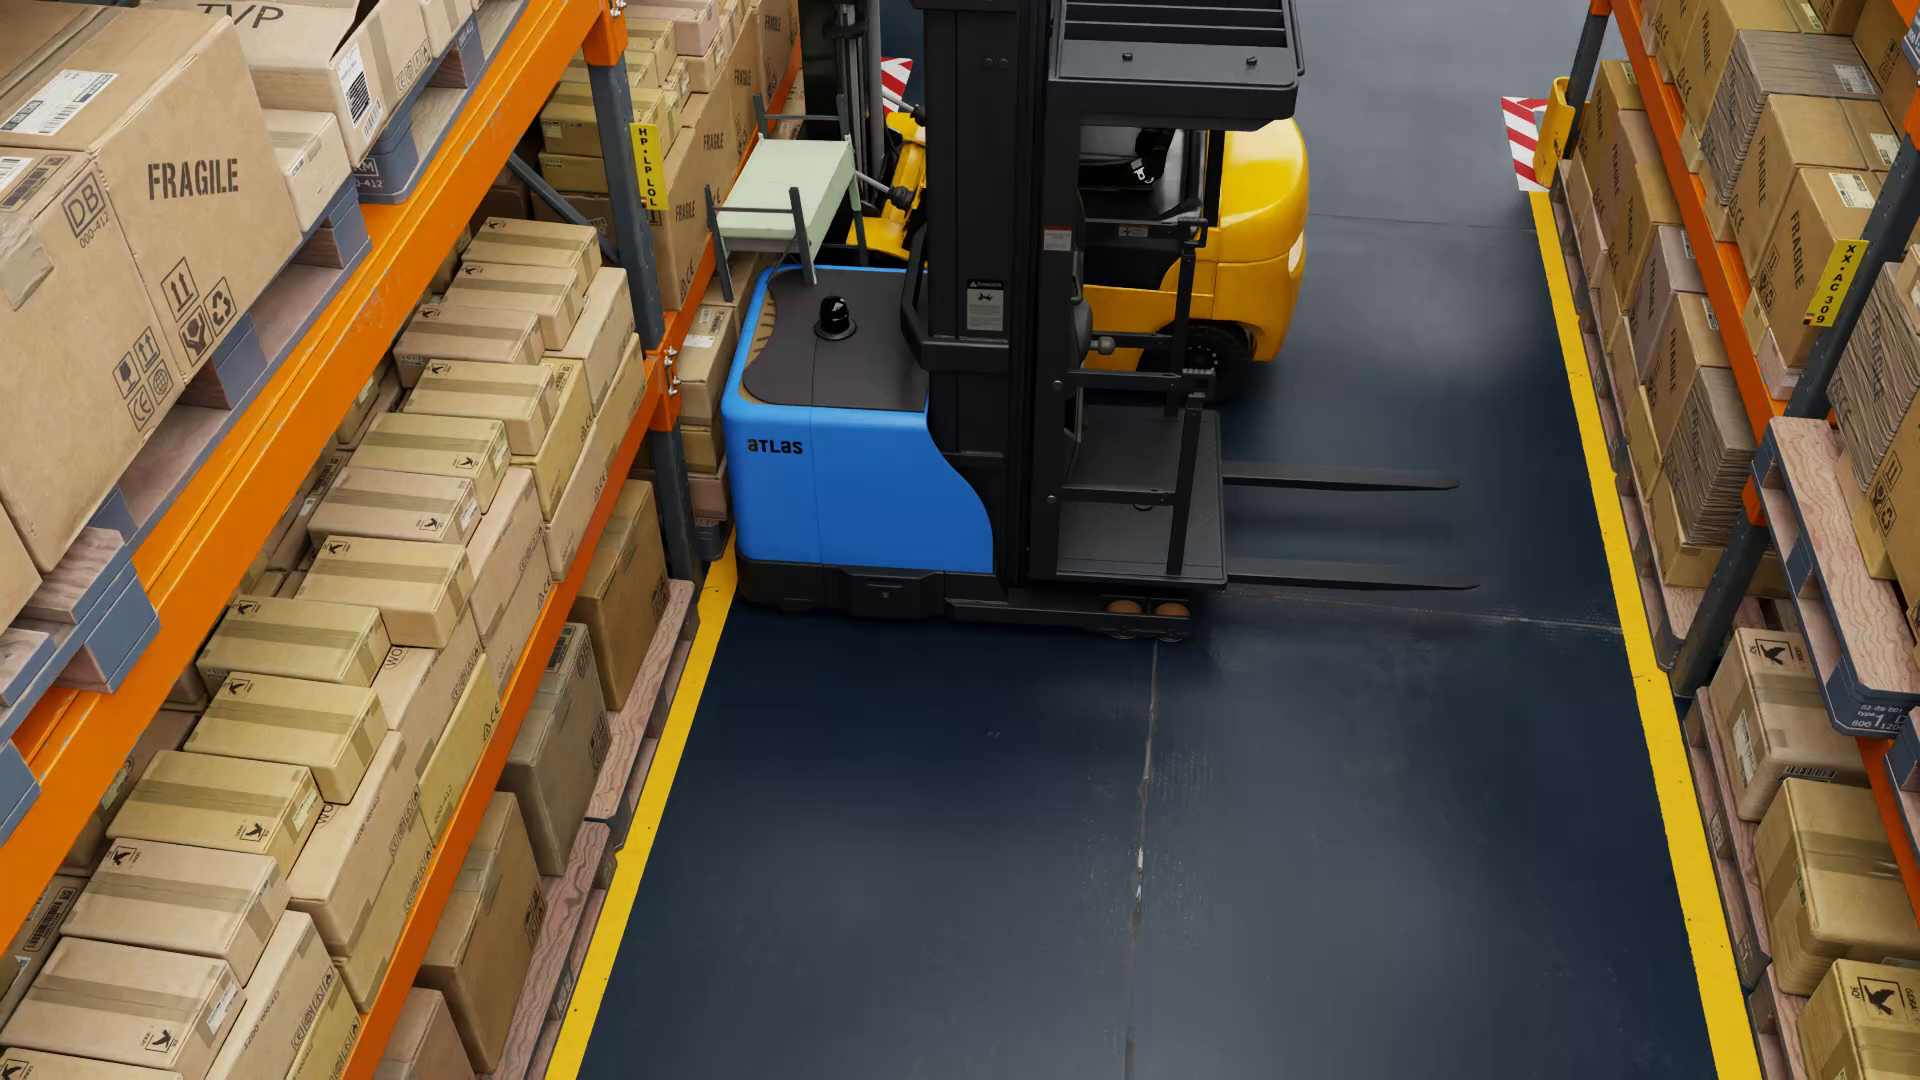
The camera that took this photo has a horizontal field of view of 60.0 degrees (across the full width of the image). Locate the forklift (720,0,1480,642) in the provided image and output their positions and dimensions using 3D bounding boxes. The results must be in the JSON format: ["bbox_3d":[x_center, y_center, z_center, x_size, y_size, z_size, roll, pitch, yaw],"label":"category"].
[{"bbox_3d":[0.623,-1.030,6.206,3.031,2.935,1.130,3,44,3],"label":"forklift"}]

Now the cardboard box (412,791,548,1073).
[{"bbox_3d":[-1.855,1.200,5.223,0.875,0.625,0.625,4,44,4],"label":"cardboard box"}]

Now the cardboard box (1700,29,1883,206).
[{"bbox_3d":[3.269,-1.634,6.505,0.500,0.500,0.500,6,44,7],"label":"cardboard box"}]

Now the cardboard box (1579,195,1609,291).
[{"bbox_3d":[3.404,-1.467,8.312,0.500,0.250,0.500,7,44,7],"label":"cardboard box"}]

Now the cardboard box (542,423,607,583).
[{"bbox_3d":[-1.458,-0.143,5.328,0.500,0.250,0.500,5,44,5],"label":"cardboard box"}]

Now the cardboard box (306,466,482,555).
[{"bbox_3d":[-1.554,-0.053,4.580,0.380,0.149,0.250,6,44,6],"label":"cardboard box"}]

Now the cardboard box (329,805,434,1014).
[{"bbox_3d":[-1.685,0.899,4.228,0.500,0.250,0.500,4,44,4],"label":"cardboard box"}]

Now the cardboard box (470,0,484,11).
[{"bbox_3d":[-1.443,-1.638,4.303,0.500,0.311,0.500,4,44,4],"label":"cardboard box"}]

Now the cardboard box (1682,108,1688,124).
[{"bbox_3d":[3.356,-1.824,7.177,0.380,0.149,0.250,4,44,4],"label":"cardboard box"}]

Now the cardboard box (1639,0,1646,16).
[{"bbox_3d":[3.475,-2.534,7.928,0.380,0.149,0.250,4,44,4],"label":"cardboard box"}]

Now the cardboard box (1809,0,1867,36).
[{"bbox_3d":[3.766,-2.296,6.477,0.700,0.500,0.500,5,44,5],"label":"cardboard box"}]

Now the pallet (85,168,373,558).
[{"bbox_3d":[-1.972,-0.435,3.484,1.003,0.211,1.213,7,44,7],"label":"pallet"}]

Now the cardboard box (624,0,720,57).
[{"bbox_3d":[-1.147,-2.005,6.425,0.380,0.149,0.250,6,44,6],"label":"cardboard box"}]

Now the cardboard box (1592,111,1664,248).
[{"bbox_3d":[3.412,-1.714,8.027,0.500,0.500,0.500,4,44,4],"label":"cardboard box"}]

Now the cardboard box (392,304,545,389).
[{"bbox_3d":[-1.515,-0.587,5.144,0.380,0.149,0.250,5,44,5],"label":"cardboard box"}]

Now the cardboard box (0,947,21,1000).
[{"bbox_3d":[-2.257,0.947,3.524,0.380,0.149,0.250,5,44,5],"label":"cardboard box"}]

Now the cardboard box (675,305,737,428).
[{"bbox_3d":[-1.214,-0.726,6.802,0.500,0.250,0.500,5,44,5],"label":"cardboard box"}]

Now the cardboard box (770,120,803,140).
[{"bbox_3d":[-1.005,-1.771,7.905,0.500,0.250,0.500,4,44,5],"label":"cardboard box"}]

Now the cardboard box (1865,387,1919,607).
[{"bbox_3d":[2.919,-0.121,4.601,0.500,0.500,0.500,5,44,6],"label":"cardboard box"}]

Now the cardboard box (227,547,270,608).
[{"bbox_3d":[-2.096,0.075,4.444,0.380,0.149,0.250,6,44,6],"label":"cardboard box"}]

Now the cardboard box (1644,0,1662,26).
[{"bbox_3d":[3.457,-2.678,7.608,0.500,0.500,0.500,6,44,7],"label":"cardboard box"}]

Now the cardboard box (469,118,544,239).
[{"bbox_3d":[-1.798,-1.275,6.342,0.500,0.500,0.500,5,44,5],"label":"cardboard box"}]

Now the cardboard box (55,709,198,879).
[{"bbox_3d":[-2.199,0.670,4.106,0.500,0.250,0.500,5,44,5],"label":"cardboard box"}]

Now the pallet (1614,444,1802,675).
[{"bbox_3d":[3.385,0.093,6.999,1.003,0.211,1.213,5,44,6],"label":"pallet"}]

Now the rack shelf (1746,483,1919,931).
[{"bbox_3d":[3.067,1.165,4.361,1.077,0.370,4.000,5,44,6],"label":"rack shelf"}]

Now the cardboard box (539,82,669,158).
[{"bbox_3d":[-1.253,-1.478,5.868,0.380,0.149,0.250,6,44,6],"label":"cardboard box"}]

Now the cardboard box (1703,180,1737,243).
[{"bbox_3d":[3.203,-1.307,6.632,0.380,0.149,0.250,5,44,5],"label":"cardboard box"}]

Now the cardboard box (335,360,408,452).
[{"bbox_3d":[-1.987,-0.370,5.205,0.500,0.250,0.500,5,44,5],"label":"cardboard box"}]

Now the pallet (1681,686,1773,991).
[{"bbox_3d":[3.230,1.084,5.951,1.003,0.211,1.213,5,44,6],"label":"pallet"}]

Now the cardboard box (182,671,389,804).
[{"bbox_3d":[-1.624,0.476,4.021,0.380,0.149,0.250,6,44,6],"label":"cardboard box"}]

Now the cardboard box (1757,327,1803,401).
[{"bbox_3d":[3.072,-0.614,5.900,0.380,0.149,0.250,5,44,5],"label":"cardboard box"}]

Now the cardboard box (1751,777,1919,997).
[{"bbox_3d":[3.173,1.191,5.417,0.950,0.372,0.625,8,44,8],"label":"cardboard box"}]

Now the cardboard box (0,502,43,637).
[{"bbox_3d":[-1.781,0.033,2.401,0.500,0.500,0.500,6,44,6],"label":"cardboard box"}]

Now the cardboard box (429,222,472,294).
[{"bbox_3d":[-1.848,-0.959,5.537,0.380,0.149,0.250,4,44,5],"label":"cardboard box"}]

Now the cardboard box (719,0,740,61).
[{"bbox_3d":[-1.105,-2.069,6.709,0.380,0.149,0.250,5,44,5],"label":"cardboard box"}]

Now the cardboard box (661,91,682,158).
[{"bbox_3d":[-1.254,-1.549,6.160,0.380,0.149,0.250,6,44,6],"label":"cardboard box"}]

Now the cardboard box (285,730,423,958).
[{"bbox_3d":[-1.663,0.715,4.059,0.500,0.250,0.500,4,44,4],"label":"cardboard box"}]

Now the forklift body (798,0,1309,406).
[{"bbox_3d":[0.497,-1.867,7.658,2.313,2.155,1.214,5,44,6],"label":"forklift body"}]

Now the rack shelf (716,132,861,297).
[{"bbox_3d":[-0.722,-1.365,6.996,0.431,0.370,0.720,4,44,12],"label":"rack shelf"}]

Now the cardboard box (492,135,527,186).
[{"bbox_3d":[-1.801,-1.422,6.026,0.380,0.149,0.250,5,44,5],"label":"cardboard box"}]

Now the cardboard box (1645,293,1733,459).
[{"bbox_3d":[3.209,-0.660,6.914,0.500,0.500,0.500,6,44,6],"label":"cardboard box"}]

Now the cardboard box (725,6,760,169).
[{"bbox_3d":[-1.154,-1.924,7.028,0.500,0.500,0.500,5,44,5],"label":"cardboard box"}]

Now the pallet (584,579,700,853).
[{"bbox_3d":[-1.648,0.611,6.451,1.003,0.211,1.213,5,44,6],"label":"pallet"}]

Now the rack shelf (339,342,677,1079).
[{"bbox_3d":[-1.854,0.717,4.835,1.077,0.370,4.000,5,44,6],"label":"rack shelf"}]

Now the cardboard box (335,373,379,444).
[{"bbox_3d":[-1.983,-0.435,4.983,0.380,0.149,0.250,5,44,5],"label":"cardboard box"}]

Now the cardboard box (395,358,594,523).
[{"bbox_3d":[-1.462,-0.325,5.158,0.500,0.250,0.500,4,44,4],"label":"cardboard box"}]

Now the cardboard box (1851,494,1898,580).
[{"bbox_3d":[2.903,-0.003,4.949,0.380,0.149,0.250,6,44,6],"label":"cardboard box"}]

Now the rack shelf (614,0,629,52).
[{"bbox_3d":[-1.325,-3.099,6.682,1.077,0.370,4.000,5,44,6],"label":"rack shelf"}]

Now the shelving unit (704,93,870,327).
[{"bbox_3d":[-0.689,-1.080,7.261,0.431,1.500,0.755,4,44,12],"label":"shelving unit"}]

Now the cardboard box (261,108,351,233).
[{"bbox_3d":[-1.536,-0.792,3.527,0.380,0.149,0.250,5,44,5],"label":"cardboard box"}]

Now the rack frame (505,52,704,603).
[{"bbox_3d":[-1.589,-0.908,6.027,1.000,3.000,0.127,5,44,6],"label":"rack frame"}]

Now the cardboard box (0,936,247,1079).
[{"bbox_3d":[-1.741,0.997,3.471,0.380,0.149,0.250,6,44,7],"label":"cardboard box"}]

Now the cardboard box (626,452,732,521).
[{"bbox_3d":[-1.197,-0.361,7.144,0.500,0.250,0.500,6,44,6],"label":"cardboard box"}]

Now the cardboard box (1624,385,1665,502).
[{"bbox_3d":[3.203,-0.404,7.190,0.500,0.250,0.500,4,44,4],"label":"cardboard box"}]
